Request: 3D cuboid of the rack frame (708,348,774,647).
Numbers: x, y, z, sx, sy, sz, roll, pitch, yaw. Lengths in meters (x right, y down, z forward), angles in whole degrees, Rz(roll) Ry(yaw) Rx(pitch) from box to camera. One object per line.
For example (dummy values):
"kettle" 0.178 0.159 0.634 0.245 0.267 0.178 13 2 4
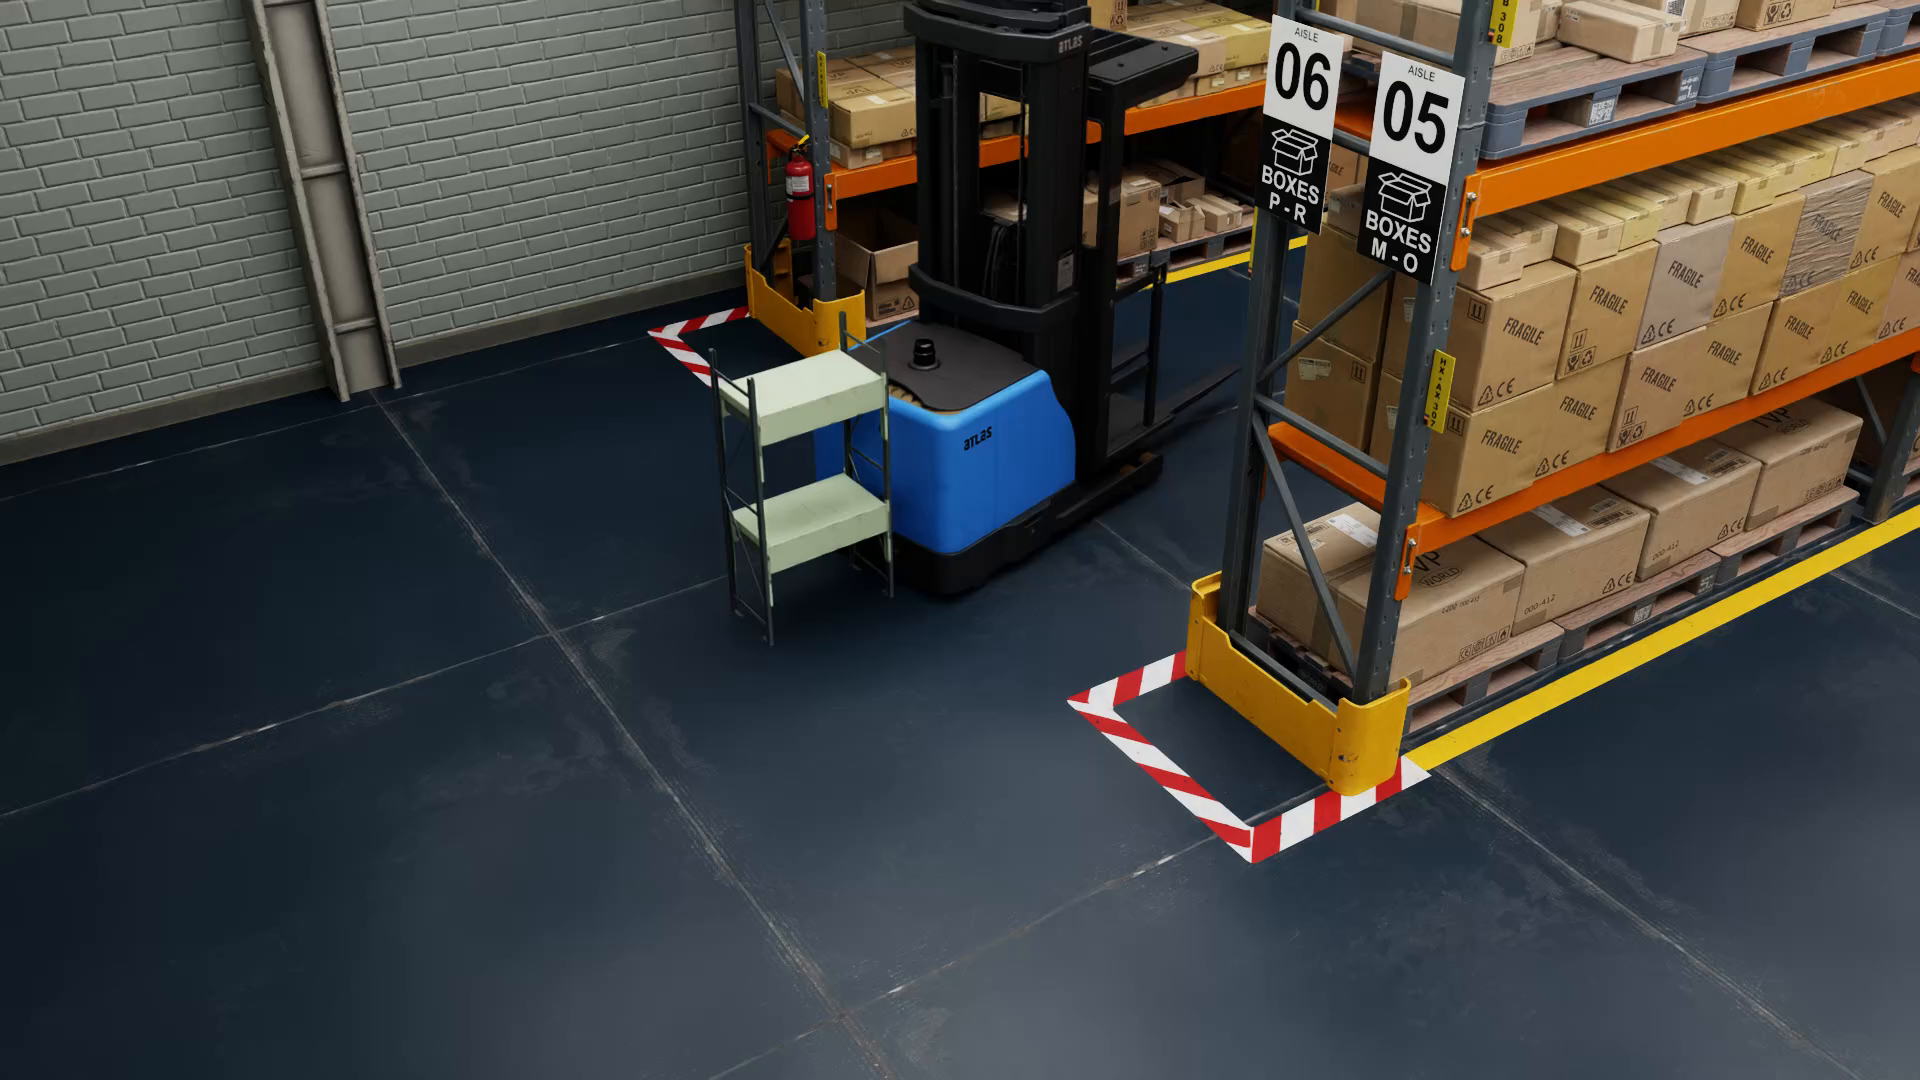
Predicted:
"rack frame" -1.066 -0.184 8.136 0.023 1.500 0.400 -21 38 -30

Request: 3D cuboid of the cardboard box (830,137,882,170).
"cardboard box" -0.700 -2.518 10.665 0.250 0.149 0.380 -19 37 -28

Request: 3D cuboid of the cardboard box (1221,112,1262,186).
"cardboard box" 2.489 -3.203 13.466 0.500 0.500 0.500 -19 37 -27

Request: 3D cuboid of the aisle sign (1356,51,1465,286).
"aisle sign" 1.664 -1.376 6.183 0.004 0.787 0.394 -19 37 -27

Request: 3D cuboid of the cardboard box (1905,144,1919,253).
"cardboard box" 4.682 -1.788 8.243 0.500 0.500 0.500 -19 37 -28

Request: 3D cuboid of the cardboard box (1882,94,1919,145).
"cardboard box" 4.562 -2.064 8.071 0.250 0.149 0.380 -18 36 -26

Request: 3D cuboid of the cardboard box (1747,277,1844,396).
"cardboard box" 3.834 -1.074 8.047 0.500 0.500 0.500 -20 37 -28

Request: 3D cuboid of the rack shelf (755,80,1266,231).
"rack shelf" 0.556 -2.926 11.751 4.000 0.370 1.077 -19 37 -27

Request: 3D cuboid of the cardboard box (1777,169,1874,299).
"cardboard box" 3.829 -1.494 7.776 0.500 0.500 0.500 -18 37 -27

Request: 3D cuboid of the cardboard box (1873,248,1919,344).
"cardboard box" 4.678 -1.377 8.528 0.500 0.500 0.500 -19 37 -27

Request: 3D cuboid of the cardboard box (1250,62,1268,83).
"cardboard box" 2.105 -3.497 12.217 0.250 0.149 0.380 -18 37 -27

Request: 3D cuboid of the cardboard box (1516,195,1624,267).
"cardboard box" 2.478 -1.277 6.823 0.250 0.149 0.380 -18 36 -26

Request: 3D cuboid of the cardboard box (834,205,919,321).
"cardboard box" -0.560 -1.908 11.409 0.637 0.503 0.797 -21 38 -29

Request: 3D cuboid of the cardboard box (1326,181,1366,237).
"cardboard box" 1.760 -1.360 6.956 0.250 0.149 0.380 -18 37 -27

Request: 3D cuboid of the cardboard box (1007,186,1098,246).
"cardboard box" 0.678 -2.244 11.946 0.500 0.500 0.500 -18 37 -26

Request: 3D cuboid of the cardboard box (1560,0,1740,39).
"cardboard box" 2.852 -2.288 6.851 0.500 0.311 0.500 -18 37 -26

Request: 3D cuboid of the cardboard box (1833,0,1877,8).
"cardboard box" 3.813 -2.711 7.341 0.637 0.503 0.797 -16 36 -24

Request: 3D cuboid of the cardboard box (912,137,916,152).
"cardboard box" -0.310 -2.703 10.960 0.250 0.149 0.380 -19 37 -28

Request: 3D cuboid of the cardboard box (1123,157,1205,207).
"cardboard box" 1.553 -2.764 12.946 0.500 0.311 0.500 -18 36 -26

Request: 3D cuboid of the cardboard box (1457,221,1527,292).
"cardboard box" 2.015 -1.145 6.615 0.250 0.149 0.380 -18 37 -26

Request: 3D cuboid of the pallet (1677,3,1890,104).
"pallet" 3.211 -2.232 7.249 1.213 0.211 1.003 -19 37 -27

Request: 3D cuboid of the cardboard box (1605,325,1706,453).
"cardboard box" 2.973 -0.777 7.577 0.500 0.500 0.500 -19 37 -28

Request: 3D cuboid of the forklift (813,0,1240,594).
"forklift" 0.545 -1.668 9.147 1.130 2.935 3.031 25 40 34

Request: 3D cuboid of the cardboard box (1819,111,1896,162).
"cardboard box" 4.144 -1.915 7.835 0.250 0.149 0.380 -19 37 -28

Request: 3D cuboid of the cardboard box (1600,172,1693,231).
"cardboard box" 2.881 -1.460 7.115 0.250 0.149 0.380 -19 37 -27

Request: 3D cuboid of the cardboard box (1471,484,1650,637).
"cardboard box" 2.832 -0.025 8.486 0.875 0.438 0.875 -18 36 -26

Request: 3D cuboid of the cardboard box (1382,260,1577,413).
"cardboard box" 2.125 -0.903 6.840 0.500 0.500 0.500 -20 37 -28

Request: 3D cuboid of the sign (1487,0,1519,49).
"sign" 1.863 -1.848 5.664 0.005 0.325 0.100 -19 37 -27

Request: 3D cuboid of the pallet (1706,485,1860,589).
"pallet" 4.248 -0.219 9.400 1.213 0.211 1.003 -19 37 -27

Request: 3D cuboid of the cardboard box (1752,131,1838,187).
"cardboard box" 3.734 -1.750 7.574 0.250 0.149 0.380 -20 37 -28

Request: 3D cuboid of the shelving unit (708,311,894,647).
"shelving unit" -0.770 -0.299 8.318 0.755 1.500 0.431 -21 38 -30

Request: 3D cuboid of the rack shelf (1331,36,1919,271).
"rack shelf" 3.248 -1.970 7.424 4.000 0.370 1.077 -19 37 -27

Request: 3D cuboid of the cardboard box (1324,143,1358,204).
"cardboard box" 2.765 -2.968 13.092 0.500 0.500 0.500 -17 36 -25

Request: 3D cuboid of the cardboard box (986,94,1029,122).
"cardboard box" 0.250 -3.019 11.085 0.500 0.250 0.500 -20 37 -28

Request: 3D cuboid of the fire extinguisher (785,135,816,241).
"fire extinguisher" -0.999 -2.212 10.367 0.183 0.674 0.296 -19 37 -27

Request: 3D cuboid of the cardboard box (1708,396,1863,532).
"cardboard box" 4.343 -0.544 9.309 0.875 0.438 0.875 -20 37 -28

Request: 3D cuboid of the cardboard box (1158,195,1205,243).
"cardboard box" 1.627 -2.434 12.465 0.258 0.266 0.396 -18 36 -26

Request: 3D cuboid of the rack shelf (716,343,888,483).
"rack shelf" -0.770 -0.629 8.110 0.720 0.370 0.431 -21 38 -30

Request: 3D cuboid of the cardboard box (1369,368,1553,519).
"cardboard box" 2.126 -0.479 7.105 0.500 0.500 0.500 -19 37 -28

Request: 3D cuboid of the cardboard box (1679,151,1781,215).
"cardboard box" 3.342 -1.575 7.296 0.250 0.149 0.380 -20 37 -28

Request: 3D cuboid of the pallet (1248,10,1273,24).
"pallet" 2.967 -3.909 12.815 1.213 0.211 1.003 -19 37 -27

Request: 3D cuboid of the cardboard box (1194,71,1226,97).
"cardboard box" 1.693 -3.326 11.946 0.250 0.149 0.380 -18 36 -26

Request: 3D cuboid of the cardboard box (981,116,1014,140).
"cardboard box" 0.156 -2.828 11.158 0.250 0.149 0.380 -18 37 -27

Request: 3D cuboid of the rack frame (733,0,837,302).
"rack frame" -1.125 -2.652 10.643 0.127 3.000 1.000 -19 37 -27

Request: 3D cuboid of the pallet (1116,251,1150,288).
"pallet" 0.632 -2.076 12.343 1.213 0.211 1.003 -19 37 -27

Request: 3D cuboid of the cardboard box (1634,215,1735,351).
"cardboard box" 2.984 -1.208 7.323 0.500 0.500 0.500 -19 37 -28

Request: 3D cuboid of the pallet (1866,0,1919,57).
"pallet" 4.236 -2.583 7.805 1.213 0.211 1.003 -19 37 -27

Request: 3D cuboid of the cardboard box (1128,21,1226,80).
"cardboard box" 1.528 -3.463 11.789 0.500 0.250 0.500 -19 37 -27

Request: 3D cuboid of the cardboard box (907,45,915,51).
"cardboard box" -0.030 -3.256 11.462 0.500 0.250 0.500 -18 36 -26

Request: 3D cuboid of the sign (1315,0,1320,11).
"sign" 2.537 -3.933 11.862 0.005 0.325 0.100 -19 37 -27

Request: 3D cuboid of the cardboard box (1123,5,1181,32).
"cardboard box" 1.256 -3.700 12.166 0.500 0.250 0.500 -19 37 -28

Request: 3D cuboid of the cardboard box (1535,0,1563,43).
"cardboard box" 2.206 -2.137 6.763 0.250 0.149 0.380 -22 38 -31

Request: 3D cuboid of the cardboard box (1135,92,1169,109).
"cardboard box" 1.258 -3.175 11.708 0.250 0.149 0.380 -20 37 -28

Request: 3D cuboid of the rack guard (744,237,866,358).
"rack guard" -1.062 -1.617 11.344 0.348 0.500 1.175 -19 37 -27

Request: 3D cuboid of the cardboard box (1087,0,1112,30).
"cardboard box" 0.663 -3.476 11.107 0.500 0.500 0.500 -18 36 -26

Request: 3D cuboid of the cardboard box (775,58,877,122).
"cardboard box" -0.883 -2.966 11.003 0.500 0.250 0.500 -18 36 -26

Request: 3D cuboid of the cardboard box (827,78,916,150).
"cardboard box" -0.598 -2.725 10.620 0.500 0.250 0.500 -19 37 -27

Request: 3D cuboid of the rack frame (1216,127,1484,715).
"rack frame" 1.567 -0.427 7.116 0.127 3.000 1.000 -19 37 -27

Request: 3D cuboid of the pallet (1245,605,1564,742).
"pallet" 2.197 0.486 8.282 1.213 0.211 1.003 -19 37 -27

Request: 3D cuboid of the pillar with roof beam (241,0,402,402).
"pillar with roof beam" -1.547 -2.884 5.387 0.400 9.000 9.100 -19 37 -27
